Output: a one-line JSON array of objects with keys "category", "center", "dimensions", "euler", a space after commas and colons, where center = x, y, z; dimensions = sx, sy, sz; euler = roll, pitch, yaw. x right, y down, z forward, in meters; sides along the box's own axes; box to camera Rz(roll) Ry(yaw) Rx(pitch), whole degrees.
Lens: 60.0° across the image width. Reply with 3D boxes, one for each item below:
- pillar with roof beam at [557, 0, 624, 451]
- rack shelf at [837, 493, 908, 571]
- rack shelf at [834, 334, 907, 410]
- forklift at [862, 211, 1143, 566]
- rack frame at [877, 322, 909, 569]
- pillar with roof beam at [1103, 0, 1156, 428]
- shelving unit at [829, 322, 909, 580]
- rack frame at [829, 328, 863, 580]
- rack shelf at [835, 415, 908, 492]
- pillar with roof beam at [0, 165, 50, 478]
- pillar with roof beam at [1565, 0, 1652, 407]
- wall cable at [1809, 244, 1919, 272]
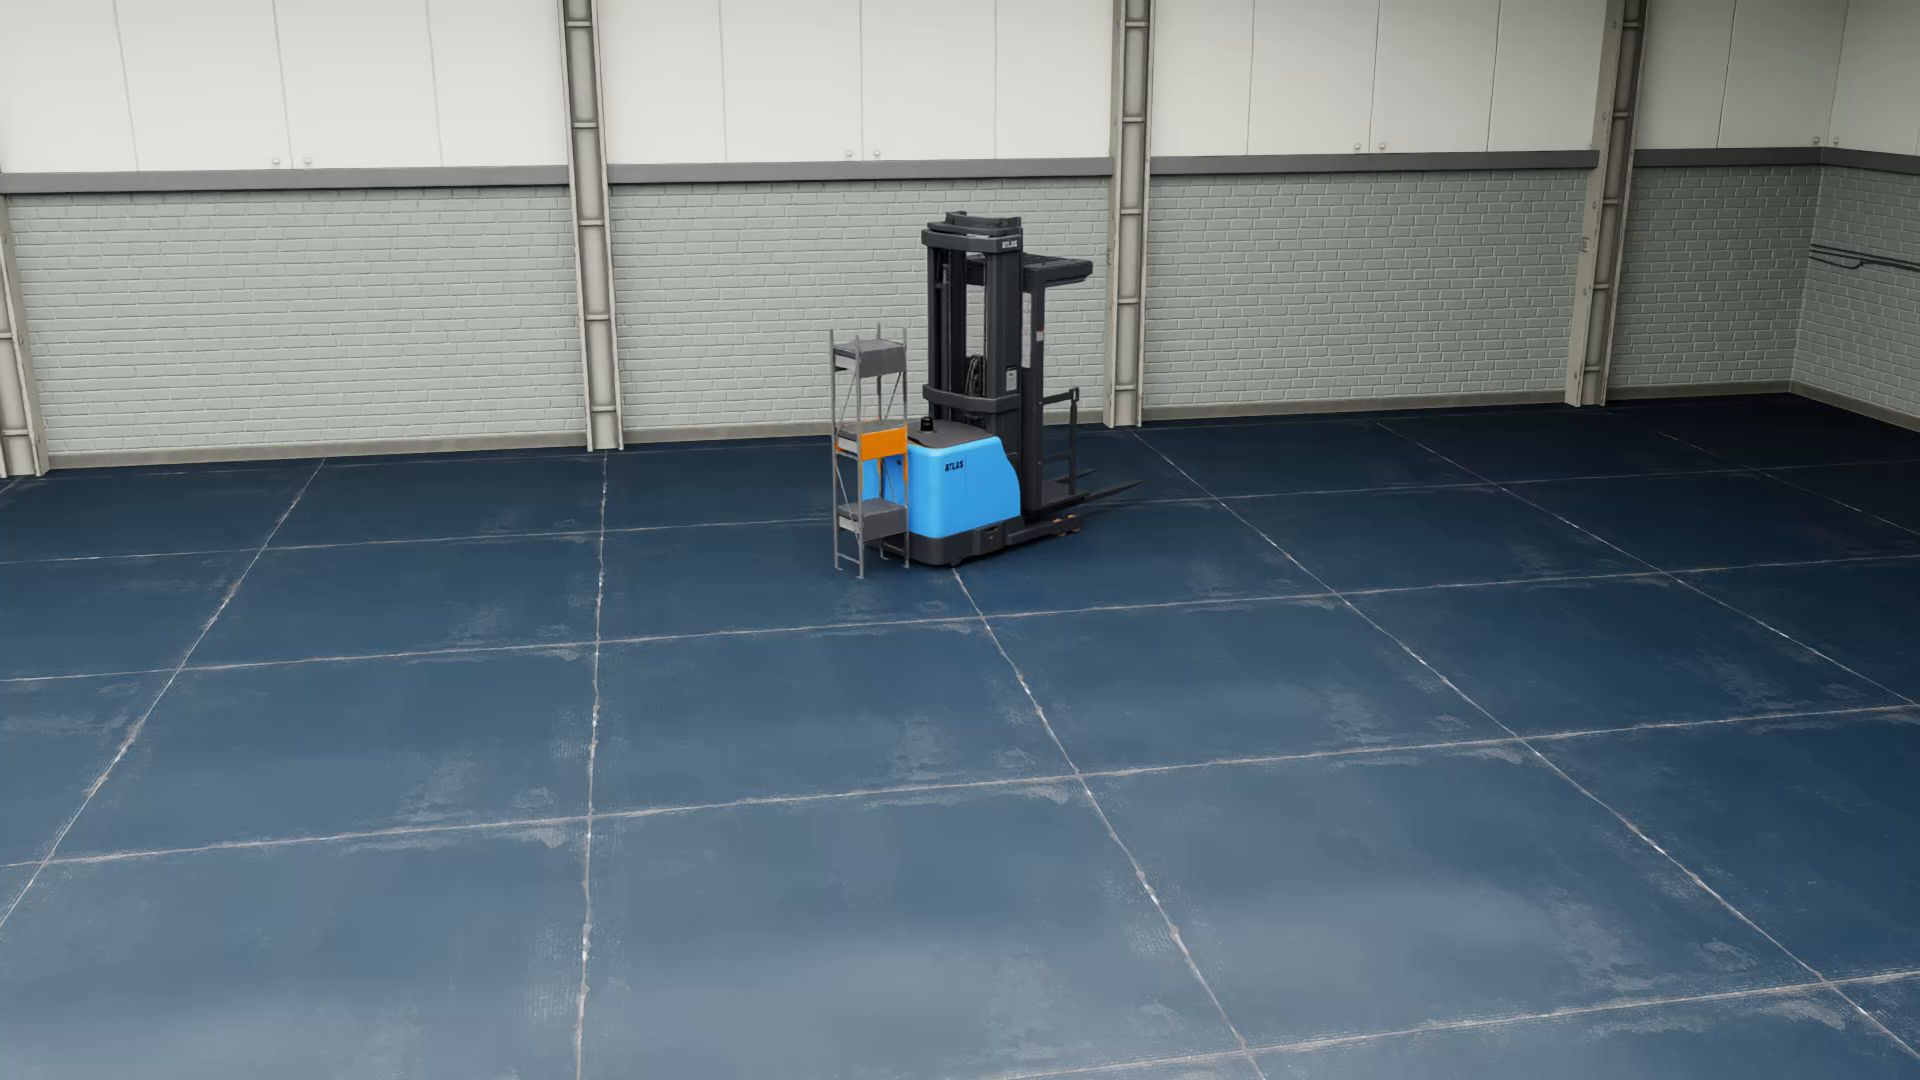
[{"category": "pillar with roof beam", "center": [-3.152, -4.102, 13.279], "dimensions": [0.400, 9.000, 9.100], "euler": [-3, 17, -10]}, {"category": "rack shelf", "center": [-0.765, -0.073, 14.342], "dimensions": [0.480, 0.518, 0.431], "euler": [-13, 22, -37]}, {"category": "rack shelf", "center": [-0.765, -1.411, 13.931], "dimensions": [0.480, 0.518, 0.431], "euler": [-13, 22, -37]}, {"category": "forklift", "center": [0.501, -1.526, 15.227], "dimensions": [3.031, 2.935, 1.130], "euler": [-16, 23, -42]}, {"category": "rack frame", "center": [-0.576, -0.800, 14.280], "dimensions": [0.015, 2.100, 0.400], "euler": [-13, 22, -37]}, {"category": "pillar with roof beam", "center": [2.739, -4.436, 14.367], "dimensions": [0.400, 9.000, 9.100], "euler": [-3, 17, -10]}, {"category": "shelving unit", "center": [-0.765, -0.755, 14.132], "dimensions": [0.503, 2.100, 0.431], "euler": [-13, 22, -37]}, {"category": "rack frame", "center": [-0.954, -0.710, 13.985], "dimensions": [0.015, 2.100, 0.400], "euler": [-13, 22, -37]}, {"category": "rack shelf", "center": [-0.765, -0.742, 14.137], "dimensions": [0.480, 0.518, 0.431], "euler": [-13, 22, -37]}, {"category": "pillar with roof beam", "center": [-9.043, -3.768, 12.191], "dimensions": [0.400, 9.000, 9.100], "euler": [-3, 17, -10]}, {"category": "pillar with roof beam", "center": [8.630, -4.770, 15.455], "dimensions": [0.400, 9.000, 9.100], "euler": [-3, 17, -10]}, {"category": "wall cable", "center": [10.956, -4.310, 19.244], "dimensions": [0.112, 2.526, 3.097], "euler": [-3, 17, -10]}]
